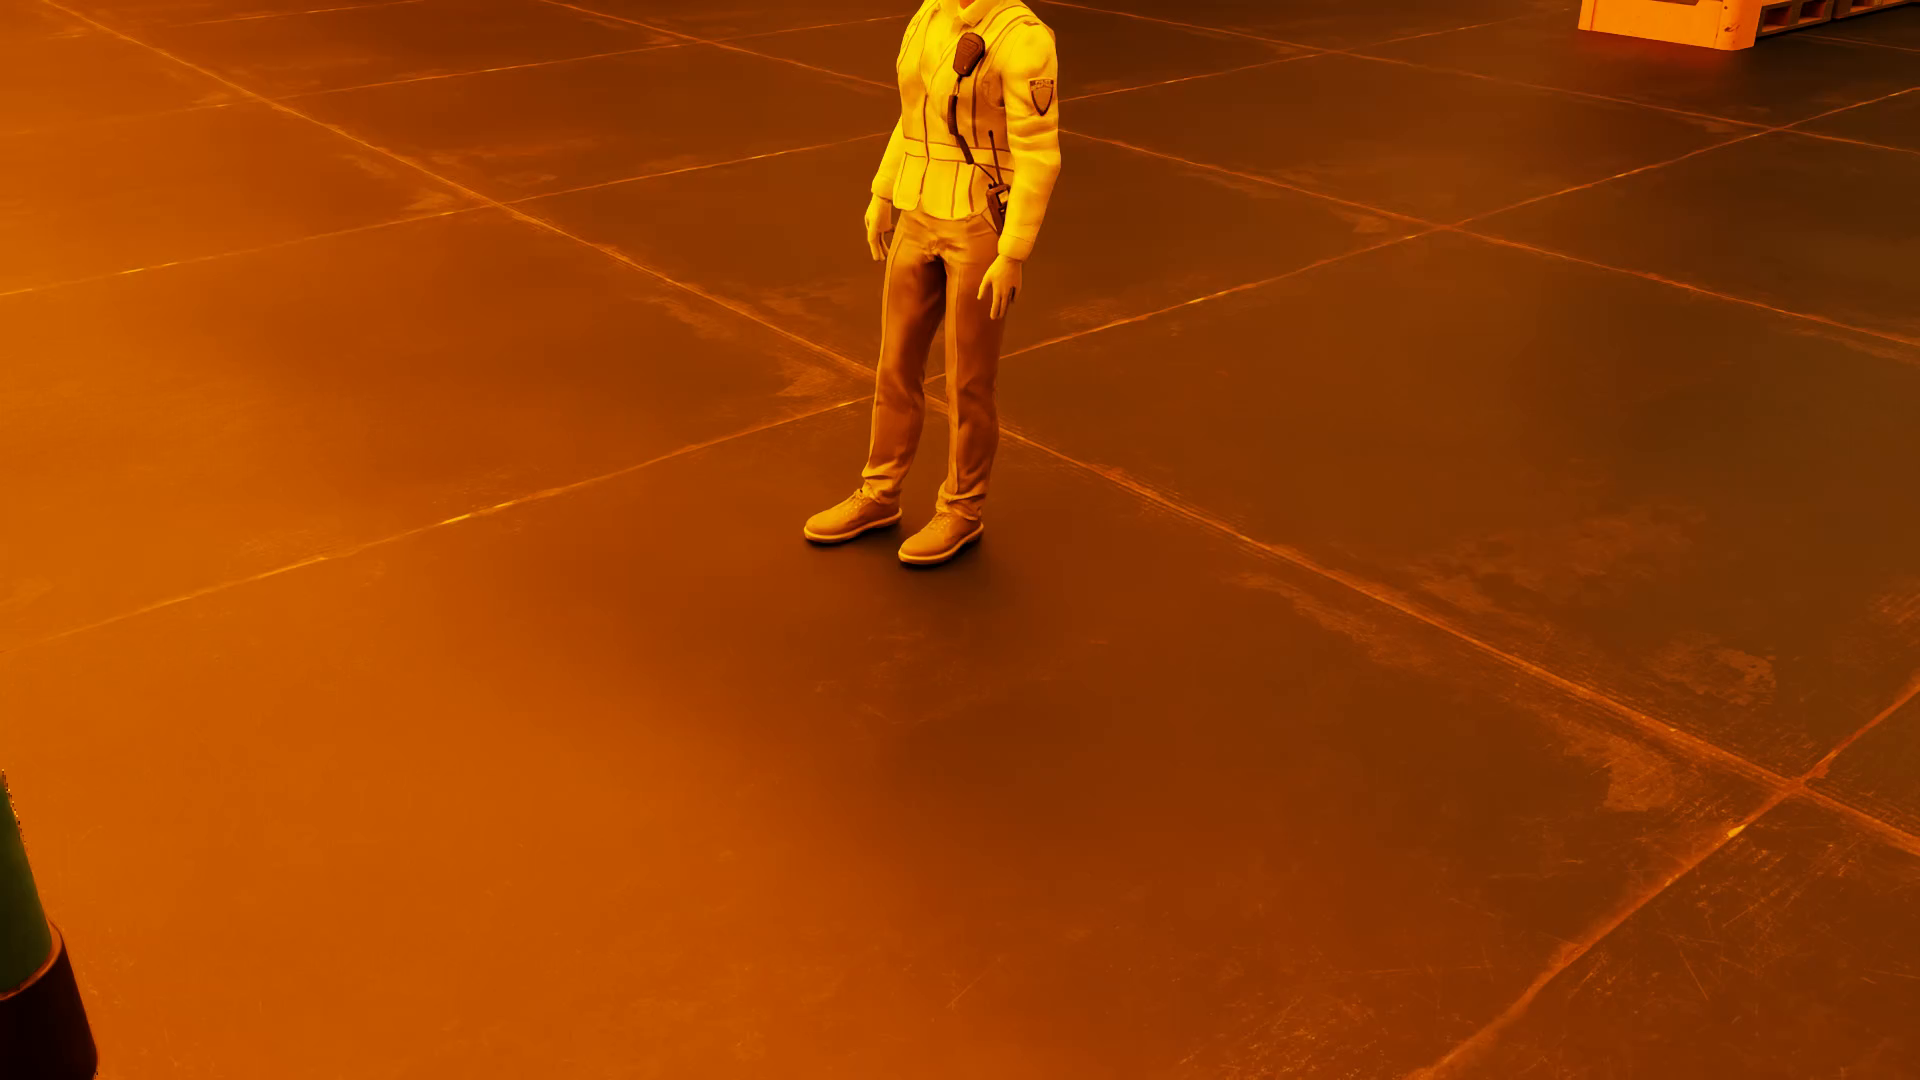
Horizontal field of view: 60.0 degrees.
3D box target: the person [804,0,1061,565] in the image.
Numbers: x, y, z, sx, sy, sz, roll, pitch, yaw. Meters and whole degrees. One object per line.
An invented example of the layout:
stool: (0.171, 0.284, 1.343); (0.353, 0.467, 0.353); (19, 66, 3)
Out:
person: (-0.058, -0.748, 4.087); (0.530, 1.694, 0.586); (-20, 33, -35)
